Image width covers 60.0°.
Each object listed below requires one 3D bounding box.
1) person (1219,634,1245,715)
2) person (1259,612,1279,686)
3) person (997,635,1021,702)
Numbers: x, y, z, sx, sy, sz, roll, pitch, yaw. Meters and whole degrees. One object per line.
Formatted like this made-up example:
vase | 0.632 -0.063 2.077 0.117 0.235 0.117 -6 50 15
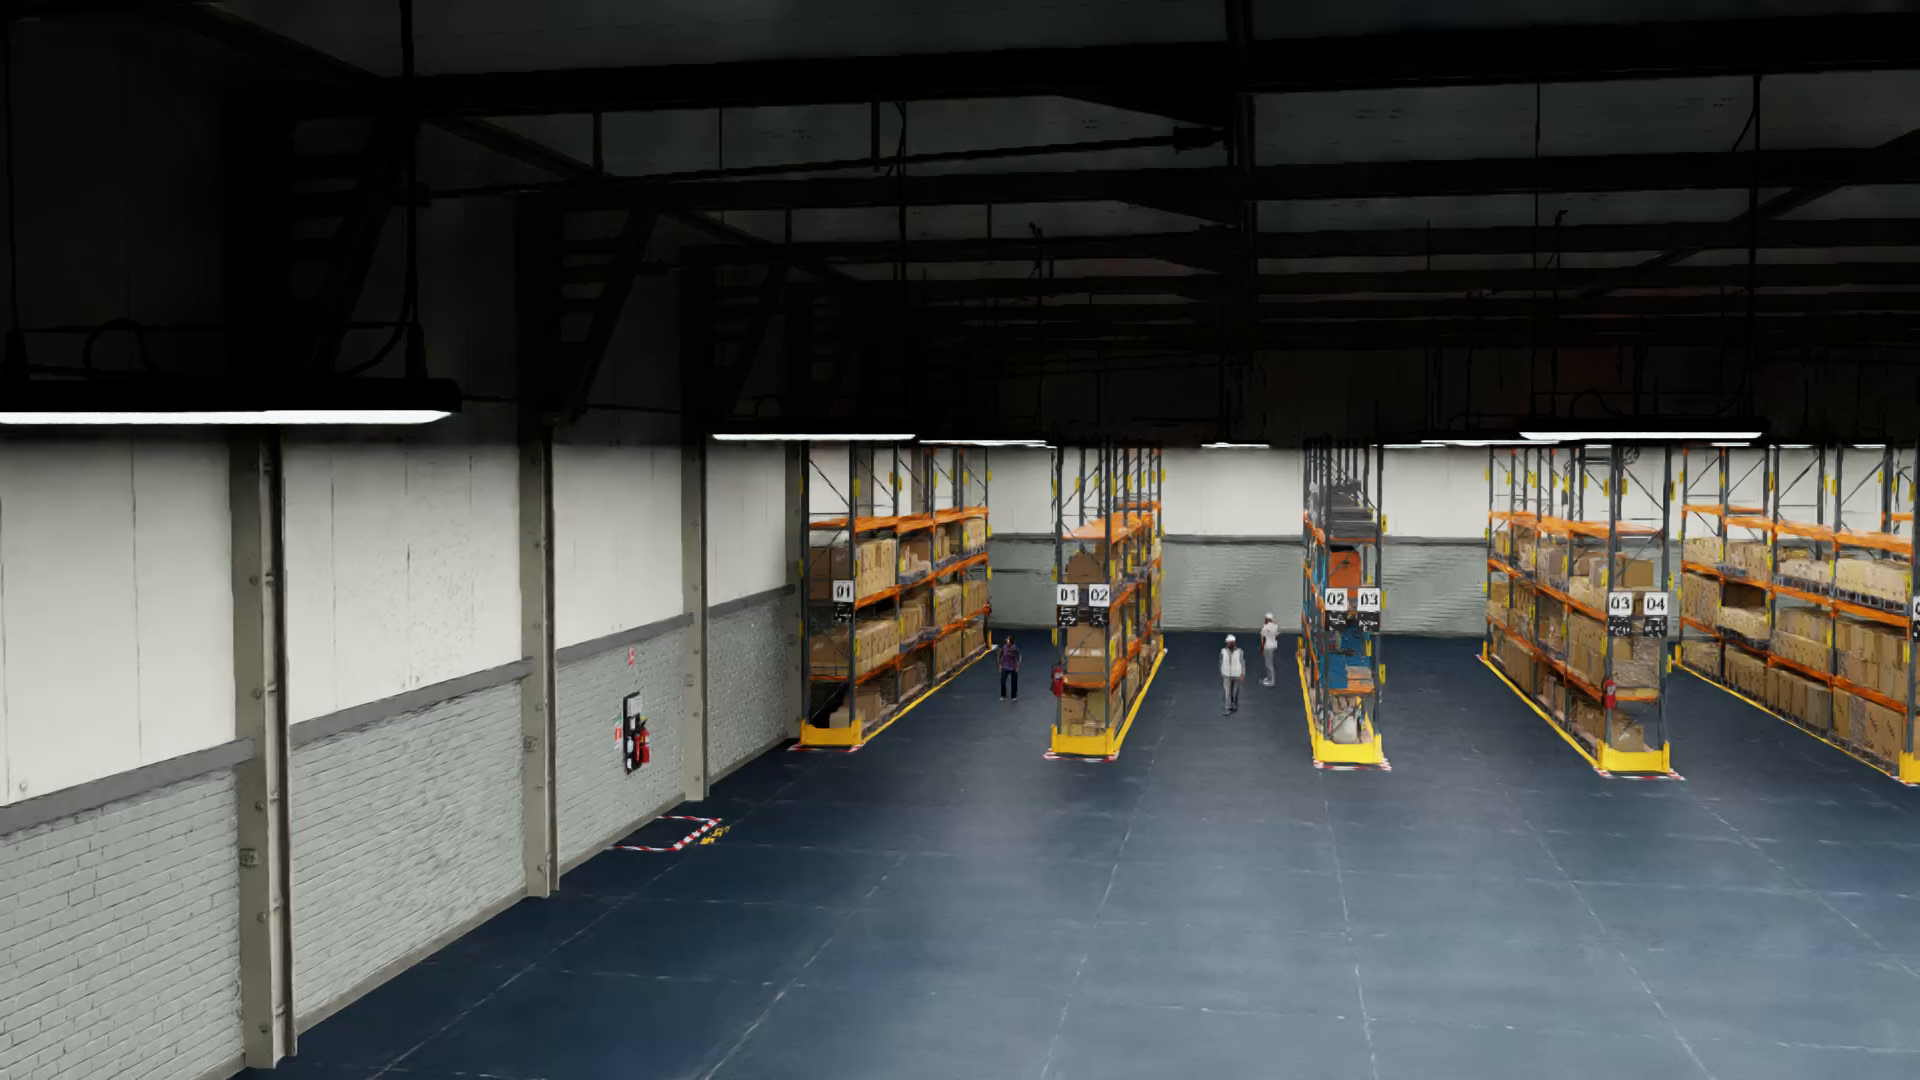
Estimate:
person | 5.916 2.908 36.130 0.555 1.725 1.029 0 3 9
person | 7.496 2.636 40.488 0.580 1.763 0.673 3 4 41
person | 1.117 2.916 37.764 0.566 1.541 0.519 0 3 7
